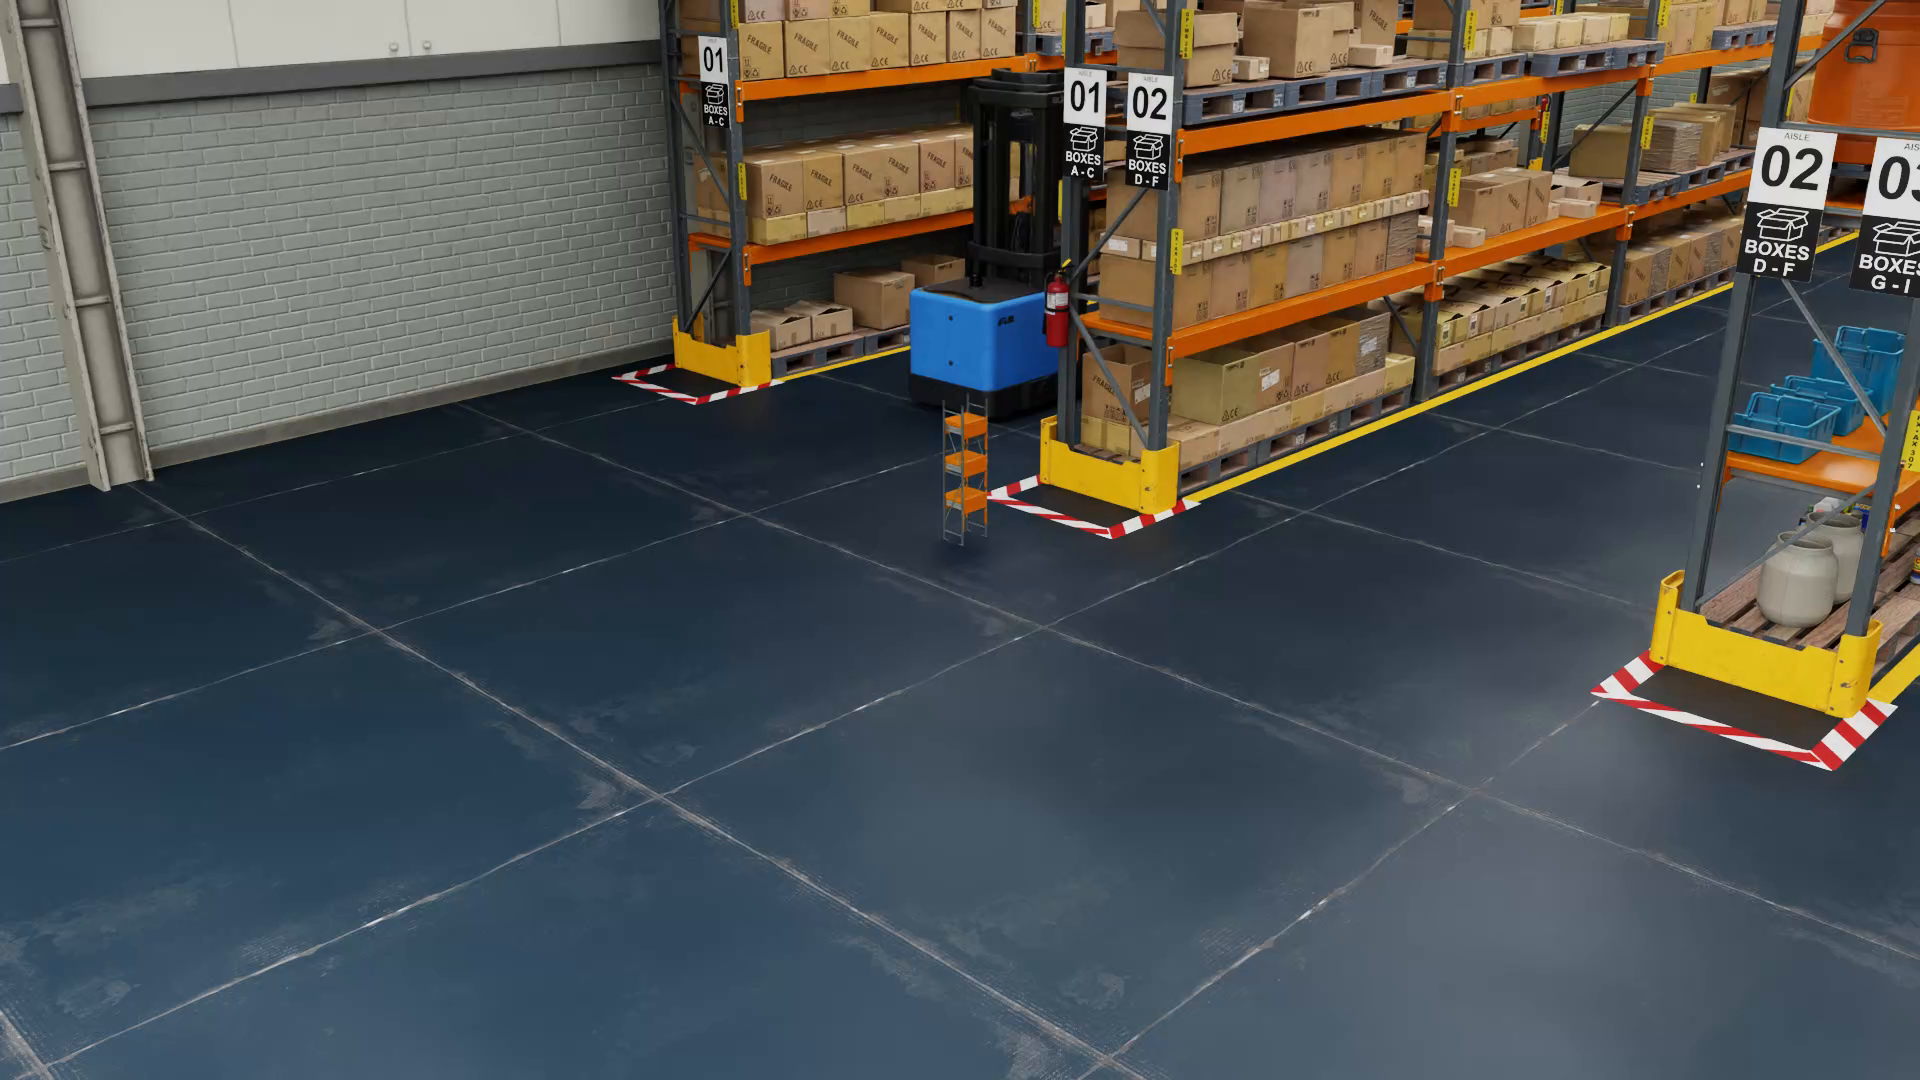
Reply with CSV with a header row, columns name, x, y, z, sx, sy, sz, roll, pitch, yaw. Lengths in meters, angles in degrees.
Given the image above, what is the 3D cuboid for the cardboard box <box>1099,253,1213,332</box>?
name,x,y,z,sx,sy,sz,roll,pitch,yaw
cardboard box,1.502,-1.941,12.805,0.700,0.500,0.500,19,28,41

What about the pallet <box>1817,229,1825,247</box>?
name,x,y,z,sx,sy,sz,roll,pitch,yaw
pallet,10.869,-4.052,22.324,1.003,0.211,1.213,19,28,41

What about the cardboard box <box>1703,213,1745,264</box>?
name,x,y,z,sx,sy,sz,roll,pitch,yaw
cardboard box,9.399,-3.703,20.398,0.500,0.500,0.500,19,28,40

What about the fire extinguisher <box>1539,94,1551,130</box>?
name,x,y,z,sx,sy,sz,roll,pitch,yaw
fire extinguisher,9.213,-6.843,26.324,0.296,0.674,0.183,19,28,41

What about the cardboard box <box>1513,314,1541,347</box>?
name,x,y,z,sx,sy,sz,roll,pitch,yaw
cardboard box,5.489,-2.156,16.750,0.500,0.250,0.500,-20,28,-41

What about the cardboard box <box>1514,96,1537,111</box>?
name,x,y,z,sx,sy,sz,roll,pitch,yaw
cardboard box,8.428,-7.136,26.042,0.700,0.700,0.980,-19,28,-40

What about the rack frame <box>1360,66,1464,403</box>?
name,x,y,z,sx,sy,sz,roll,pitch,yaw
rack frame,3.957,-2.806,15.195,1.000,3.000,0.127,19,28,41

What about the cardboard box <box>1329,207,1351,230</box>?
name,x,y,z,sx,sy,sz,roll,pitch,yaw
cardboard box,3.034,-2.706,13.891,0.250,0.149,0.380,-19,28,-41

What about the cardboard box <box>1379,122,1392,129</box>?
name,x,y,z,sx,sy,sz,roll,pitch,yaw
cardboard box,5.794,-5.765,23.215,0.250,0.149,0.380,-20,28,-41

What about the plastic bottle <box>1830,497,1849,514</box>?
name,x,y,z,sx,sy,sz,roll,pitch,yaw
plastic bottle,6.085,-0.225,11.558,0.185,0.351,0.144,-19,28,-40

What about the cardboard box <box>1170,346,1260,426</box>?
name,x,y,z,sx,sy,sz,roll,pitch,yaw
cardboard box,2.048,-1.252,13.352,0.500,0.500,0.500,19,28,41

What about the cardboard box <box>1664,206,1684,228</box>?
name,x,y,z,sx,sy,sz,roll,pitch,yaw
cardboard box,8.328,-3.931,19.946,0.500,0.250,0.500,19,28,41

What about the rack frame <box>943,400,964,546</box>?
name,x,y,z,sx,sy,sz,roll,pitch,yaw
rack frame,-0.048,-0.472,11.840,0.200,1.050,0.008,19,28,41

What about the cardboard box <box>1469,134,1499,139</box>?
name,x,y,z,sx,sy,sz,roll,pitch,yaw
cardboard box,8.304,-6.339,26.380,0.380,0.149,0.250,20,28,41

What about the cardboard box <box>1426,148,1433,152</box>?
name,x,y,z,sx,sy,sz,roll,pitch,yaw
cardboard box,6.887,-5.816,25.021,0.380,0.149,0.250,18,27,39

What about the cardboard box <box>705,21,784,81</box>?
name,x,y,z,sx,sy,sz,roll,pitch,yaw
cardboard box,-1.973,-4.496,15.244,0.500,0.500,0.500,-19,28,-41

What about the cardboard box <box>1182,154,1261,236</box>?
name,x,y,z,sx,sy,sz,roll,pitch,yaw
cardboard box,1.902,-2.697,12.963,0.700,0.500,0.500,18,28,39

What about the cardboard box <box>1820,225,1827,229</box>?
name,x,y,z,sx,sy,sz,roll,pitch,yaw
cardboard box,11.441,-4.375,22.495,0.500,0.250,0.500,19,28,41

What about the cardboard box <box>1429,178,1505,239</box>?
name,x,y,z,sx,sy,sz,roll,pitch,yaw
cardboard box,4.872,-3.182,16.032,0.500,0.500,0.500,-18,27,-38

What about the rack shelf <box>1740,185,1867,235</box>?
name,x,y,z,sx,sy,sz,roll,pitch,yaw
rack shelf,6.108,-2.116,10.220,1.077,0.370,4.000,19,28,41

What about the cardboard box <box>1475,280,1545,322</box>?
name,x,y,z,sx,sy,sz,roll,pitch,yaw
cardboard box,5.496,-2.420,16.655,0.500,0.311,0.500,-19,28,-41

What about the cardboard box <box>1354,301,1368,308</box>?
name,x,y,z,sx,sy,sz,roll,pitch,yaw
cardboard box,3.409,-2.028,15.372,0.500,0.500,0.500,19,28,41

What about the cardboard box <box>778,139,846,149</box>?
name,x,y,z,sx,sy,sz,roll,pitch,yaw
cardboard box,-1.493,-3.741,16.764,0.500,0.500,0.500,18,28,39

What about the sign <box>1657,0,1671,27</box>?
name,x,y,z,sx,sy,sz,roll,pitch,yaw
sign,7.140,-5.372,16.858,0.100,0.325,0.005,19,28,41

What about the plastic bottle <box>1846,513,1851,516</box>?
name,x,y,z,sx,sy,sz,roll,pitch,yaw
plastic bottle,6.075,-0.085,11.403,0.097,0.201,0.097,0,21,0

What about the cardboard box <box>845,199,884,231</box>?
name,x,y,z,sx,sy,sz,roll,pitch,yaw
cardboard box,-1.105,-3.269,16.579,0.500,0.250,0.500,19,28,40

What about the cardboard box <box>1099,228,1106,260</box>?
name,x,y,z,sx,sy,sz,roll,pitch,yaw
cardboard box,1.616,-3.543,19.984,0.700,0.500,0.500,20,28,41

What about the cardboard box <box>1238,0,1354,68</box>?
name,x,y,z,sx,sy,sz,roll,pitch,yaw
cardboard box,2.718,-4.124,13.518,0.637,0.503,0.797,-16,26,-36

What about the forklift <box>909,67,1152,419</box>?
name,x,y,z,sx,sy,sz,roll,pitch,yaw
forklift,0.902,-2.886,15.498,1.130,2.935,3.031,18,28,39

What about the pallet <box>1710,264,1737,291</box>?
name,x,y,z,sx,sy,sz,roll,pitch,yaw
pallet,8.998,-3.342,20.477,1.003,0.211,1.213,19,28,41

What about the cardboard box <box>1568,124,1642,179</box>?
name,x,y,z,sx,sy,sz,roll,pitch,yaw
cardboard box,7.106,-4.267,18.271,0.700,0.500,0.500,9,23,23

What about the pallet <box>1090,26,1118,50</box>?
name,x,y,z,sx,sy,sz,roll,pitch,yaw
pallet,1.634,-5.757,18.952,1.213,0.211,1.003,19,28,41

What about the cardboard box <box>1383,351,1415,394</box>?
name,x,y,z,sx,sy,sz,roll,pitch,yaw
cardboard box,3.790,-1.545,15.160,0.500,0.250,0.500,19,28,41

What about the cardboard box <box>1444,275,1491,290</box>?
name,x,y,z,sx,sy,sz,roll,pitch,yaw
cardboard box,5.096,-2.548,16.987,0.500,0.311,0.500,19,28,40

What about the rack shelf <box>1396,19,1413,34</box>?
name,x,y,z,sx,sy,sz,roll,pitch,yaw
rack shelf,4.591,-6.652,22.021,1.077,0.370,4.000,19,28,41

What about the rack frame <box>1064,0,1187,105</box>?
name,x,y,z,sx,sy,sz,roll,pitch,yaw
rack frame,1.167,-4.578,11.443,1.000,3.000,0.127,19,28,41

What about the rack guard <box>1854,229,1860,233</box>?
name,x,y,z,sx,sy,sz,roll,pitch,yaw
rack guard,12.275,-4.705,23.618,1.175,0.500,0.348,19,28,41

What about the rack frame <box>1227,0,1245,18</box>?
name,x,y,z,sx,sy,sz,roll,pitch,yaw
rack frame,3.196,-7.874,20.017,1.000,3.000,0.127,19,28,41

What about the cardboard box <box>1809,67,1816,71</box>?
name,x,y,z,sx,sy,sz,roll,pitch,yaw
cardboard box,11.147,-5.824,21.514,0.500,0.500,0.500,-19,28,-40

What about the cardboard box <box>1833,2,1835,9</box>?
name,x,y,z,sx,sy,sz,roll,pitch,yaw
cardboard box,10.760,-6.744,20.770,0.500,0.250,0.500,19,28,41

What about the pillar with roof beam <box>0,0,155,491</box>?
name,x,y,z,sx,sy,sz,roll,pitch,yaw
pillar with roof beam,-3.618,-3.594,8.882,9.100,9.000,0.400,19,28,41

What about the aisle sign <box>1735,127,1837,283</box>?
name,x,y,z,sx,sy,sz,roll,pitch,yaw
aisle sign,4.450,-1.807,8.970,0.394,0.787,0.004,19,28,41

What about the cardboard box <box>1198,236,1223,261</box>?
name,x,y,z,sx,sy,sz,roll,pitch,yaw
cardboard box,1.777,-2.243,12.686,0.380,0.149,0.250,18,28,39

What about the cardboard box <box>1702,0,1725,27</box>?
name,x,y,z,sx,sy,sz,roll,pitch,yaw
cardboard box,8.205,-6.098,18.713,0.600,0.600,0.600,18,27,39

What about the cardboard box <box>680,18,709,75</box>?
name,x,y,z,sx,sy,sz,roll,pitch,yaw
cardboard box,-2.275,-4.644,15.627,0.500,0.500,0.500,-18,27,-38

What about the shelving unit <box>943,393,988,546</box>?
name,x,y,z,sx,sy,sz,roll,pitch,yaw
shelving unit,0.037,-0.504,11.922,0.215,1.050,0.252,19,28,41

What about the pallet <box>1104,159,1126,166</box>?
name,x,y,z,sx,sy,sz,roll,pitch,yaw
pallet,1.844,-4.465,19.777,1.003,0.211,1.213,19,28,41

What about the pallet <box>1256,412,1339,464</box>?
name,x,y,z,sx,sy,sz,roll,pitch,yaw
pallet,2.521,-0.996,14.370,1.003,0.211,1.213,19,28,41

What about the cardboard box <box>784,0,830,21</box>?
name,x,y,z,sx,sy,sz,roll,pitch,yaw
cardboard box,-1.556,-5.094,15.406,0.500,0.500,0.500,19,28,40

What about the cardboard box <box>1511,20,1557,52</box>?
name,x,y,z,sx,sy,sz,roll,pitch,yaw
cardboard box,5.335,-4.809,15.847,0.500,0.250,0.500,16,26,36

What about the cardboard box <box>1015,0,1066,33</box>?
name,x,y,z,sx,sy,sz,roll,pitch,yaw
cardboard box,0.844,-5.808,18.100,0.500,0.500,0.500,-15,26,-35

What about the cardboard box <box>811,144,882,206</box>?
name,x,y,z,sx,sy,sz,roll,pitch,yaw
cardboard box,-1.120,-3.609,16.420,0.500,0.500,0.500,18,27,39

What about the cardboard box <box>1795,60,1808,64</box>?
name,x,y,z,sx,sy,sz,roll,pitch,yaw
cardboard box,11.471,-6.220,22.543,0.500,0.500,0.500,20,28,41

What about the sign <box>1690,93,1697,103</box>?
name,x,y,z,sx,sy,sz,roll,pitch,yaw
sign,9.144,-5.401,20.738,0.100,0.325,0.005,19,28,41
